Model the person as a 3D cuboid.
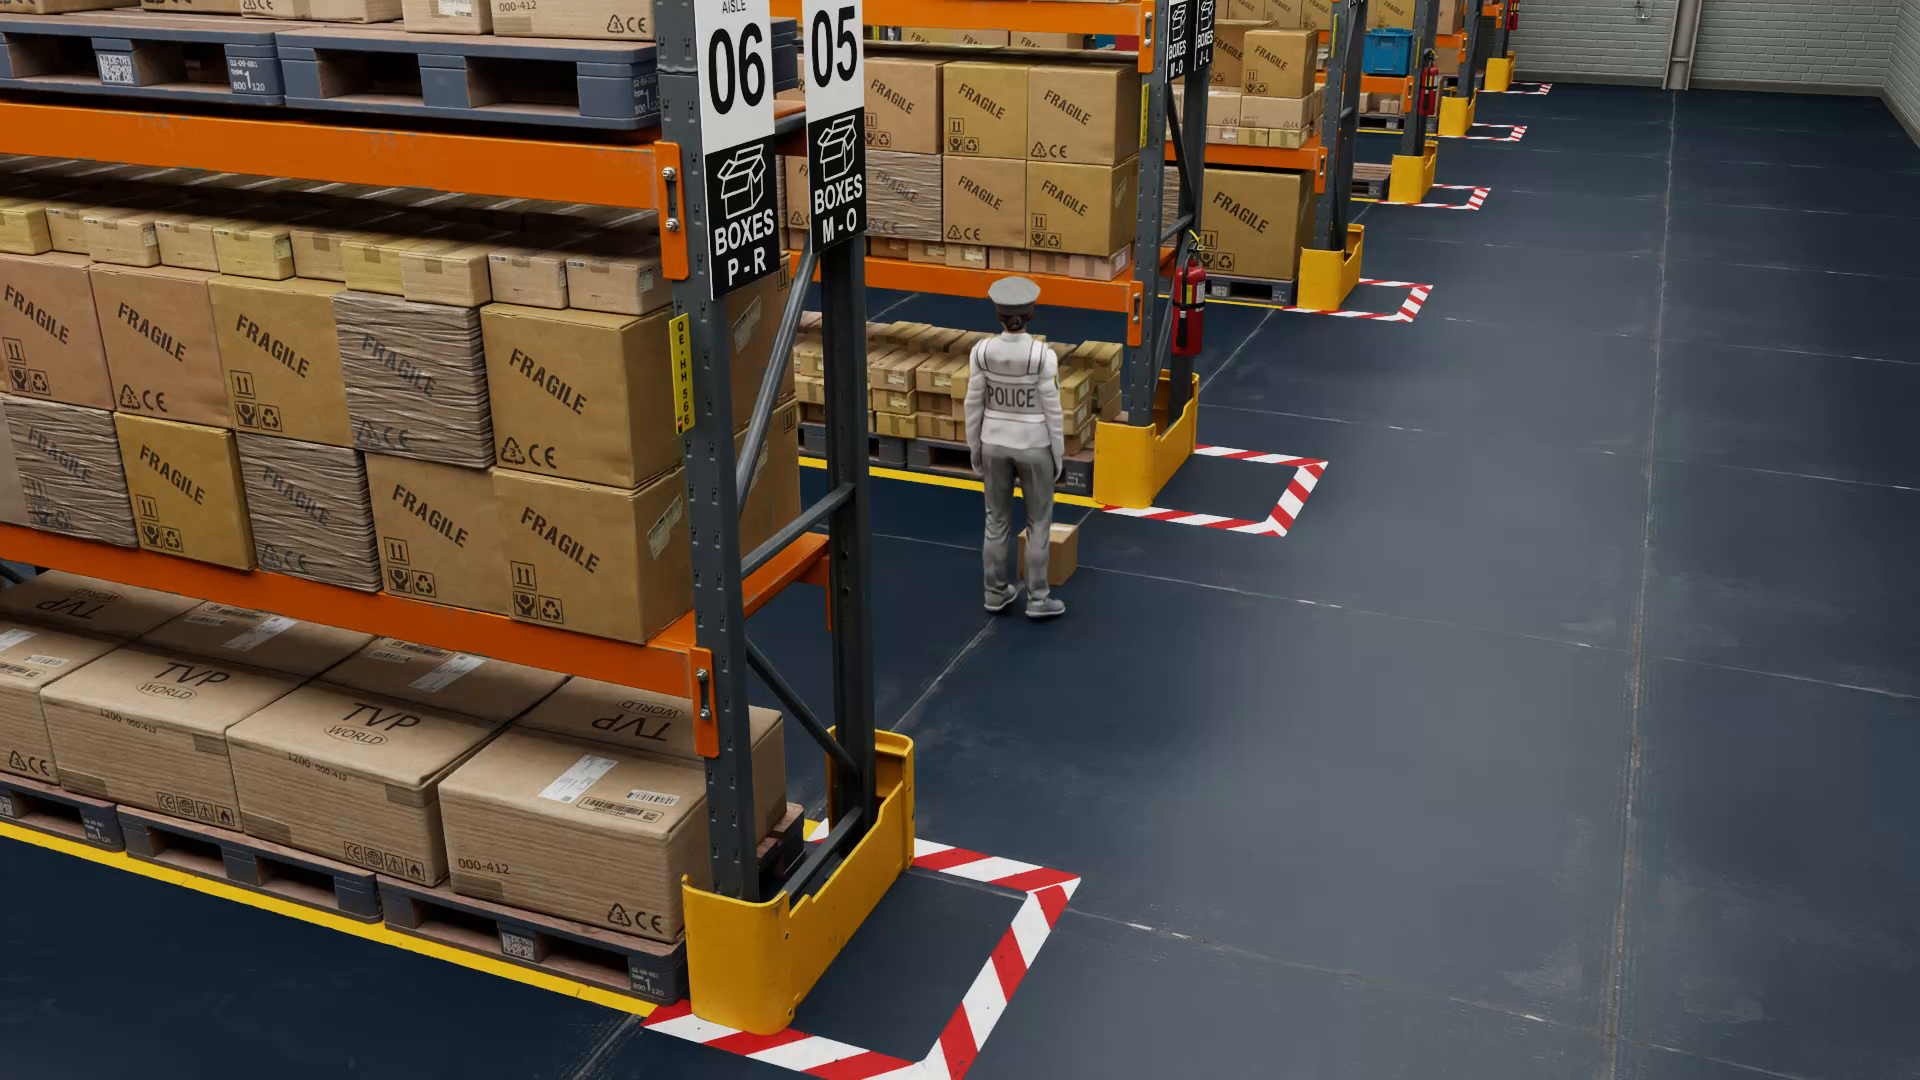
[{"bbox_3d":[0.269,-0.427,8.082,0.496,1.708,0.334,9,24,20],"label":"person"}]
